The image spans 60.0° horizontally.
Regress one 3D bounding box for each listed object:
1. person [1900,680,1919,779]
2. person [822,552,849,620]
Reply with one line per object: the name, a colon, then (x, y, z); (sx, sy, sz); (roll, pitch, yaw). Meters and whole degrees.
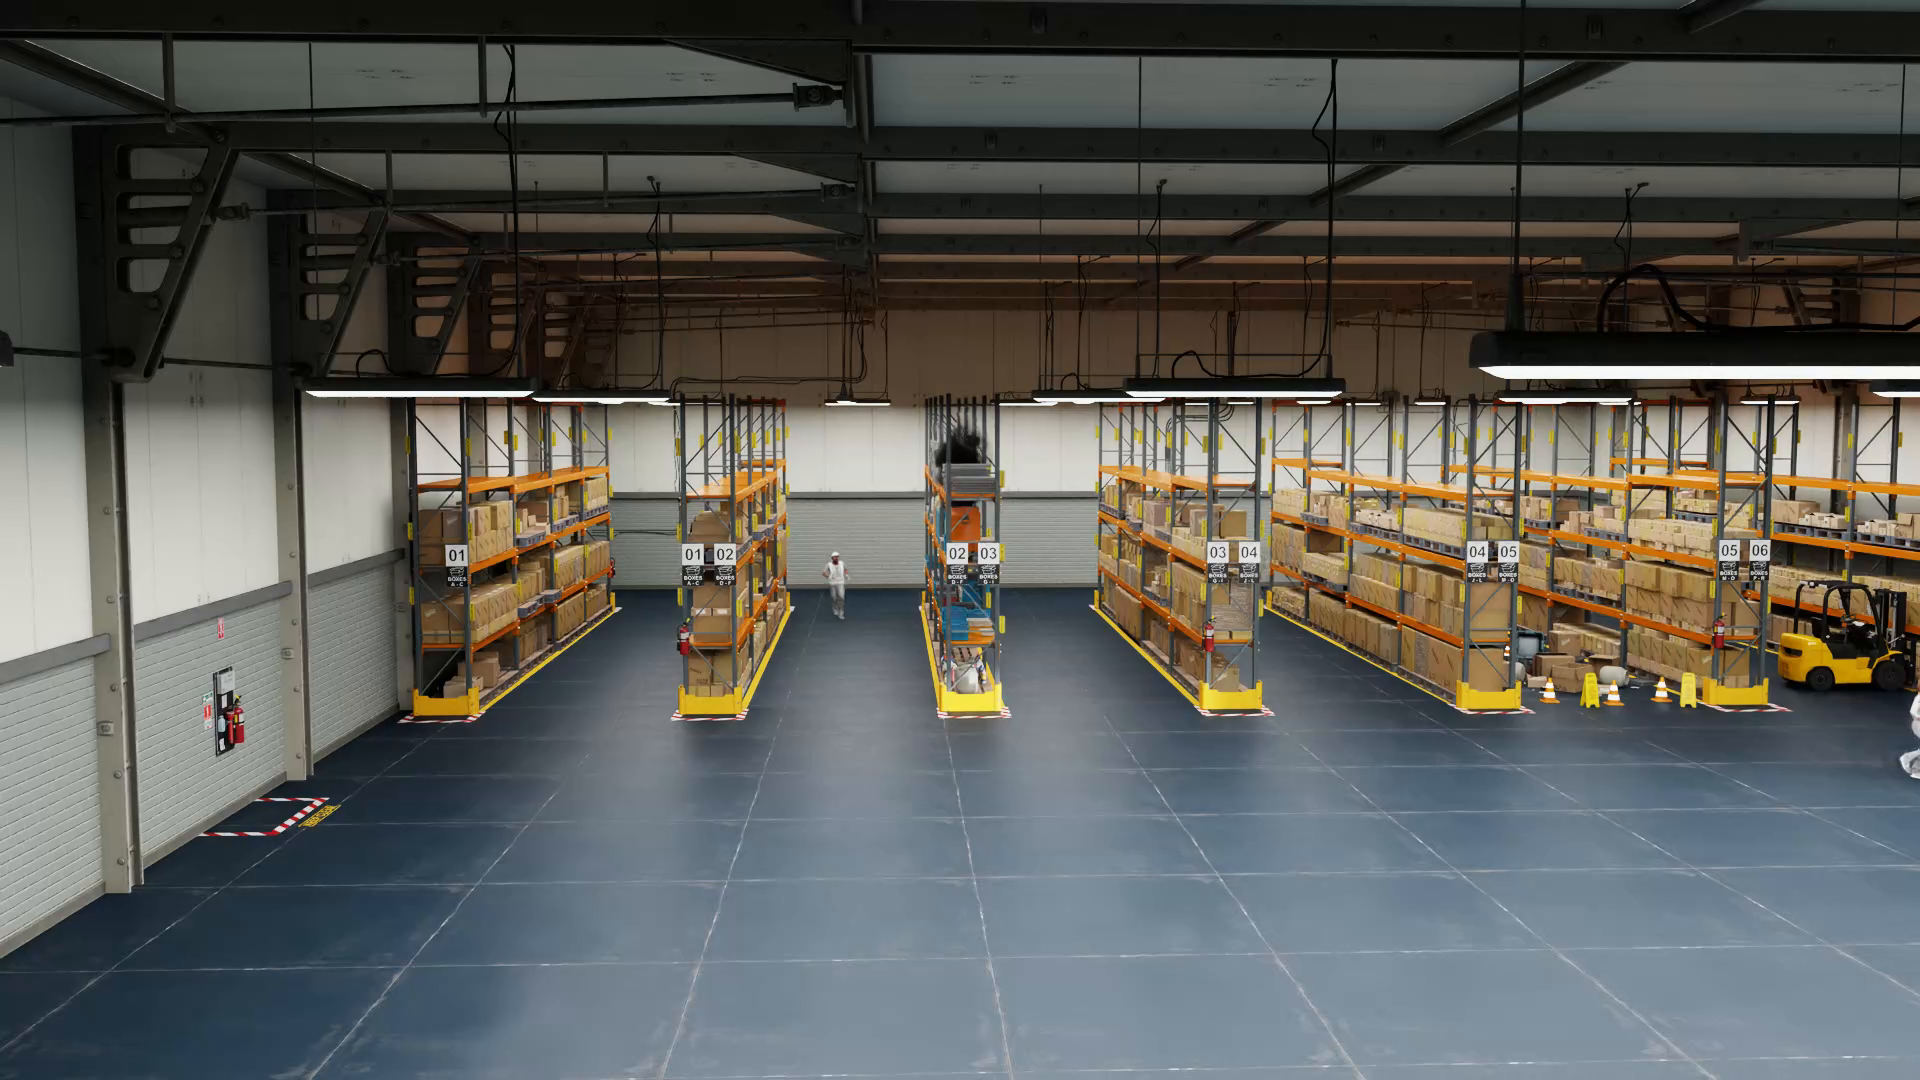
person: (14.849, 2.919, 25.670); (0.531, 1.554, 0.523); (4, 6, 38)
person: (-3.398, 1.248, 45.447); (0.724, 1.841, 0.831); (-1, 5, -14)
